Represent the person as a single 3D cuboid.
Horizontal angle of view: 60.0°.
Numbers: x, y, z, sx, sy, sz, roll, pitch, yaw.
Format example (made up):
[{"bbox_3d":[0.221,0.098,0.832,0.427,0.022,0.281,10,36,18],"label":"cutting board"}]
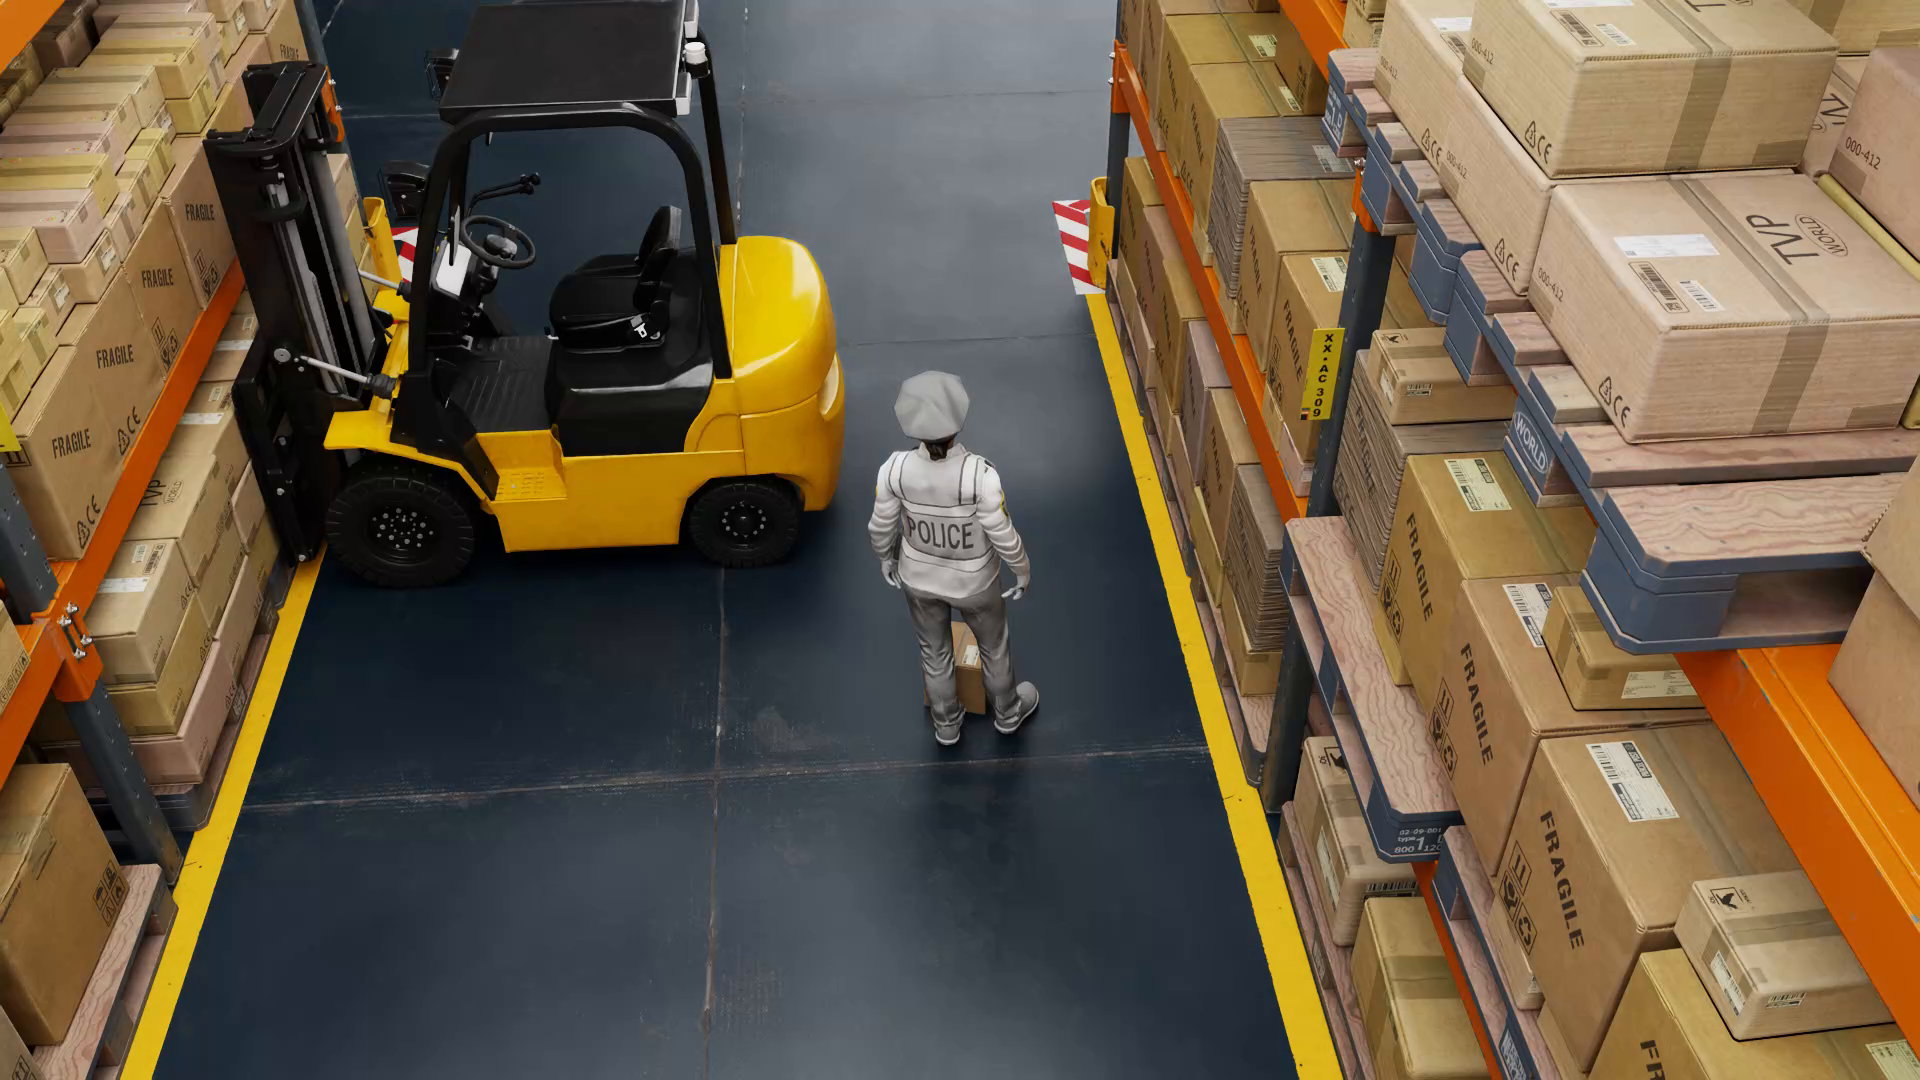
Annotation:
[{"bbox_3d":[-0.018,0.074,6.024,0.588,1.696,0.531,9,40,11],"label":"person"}]
